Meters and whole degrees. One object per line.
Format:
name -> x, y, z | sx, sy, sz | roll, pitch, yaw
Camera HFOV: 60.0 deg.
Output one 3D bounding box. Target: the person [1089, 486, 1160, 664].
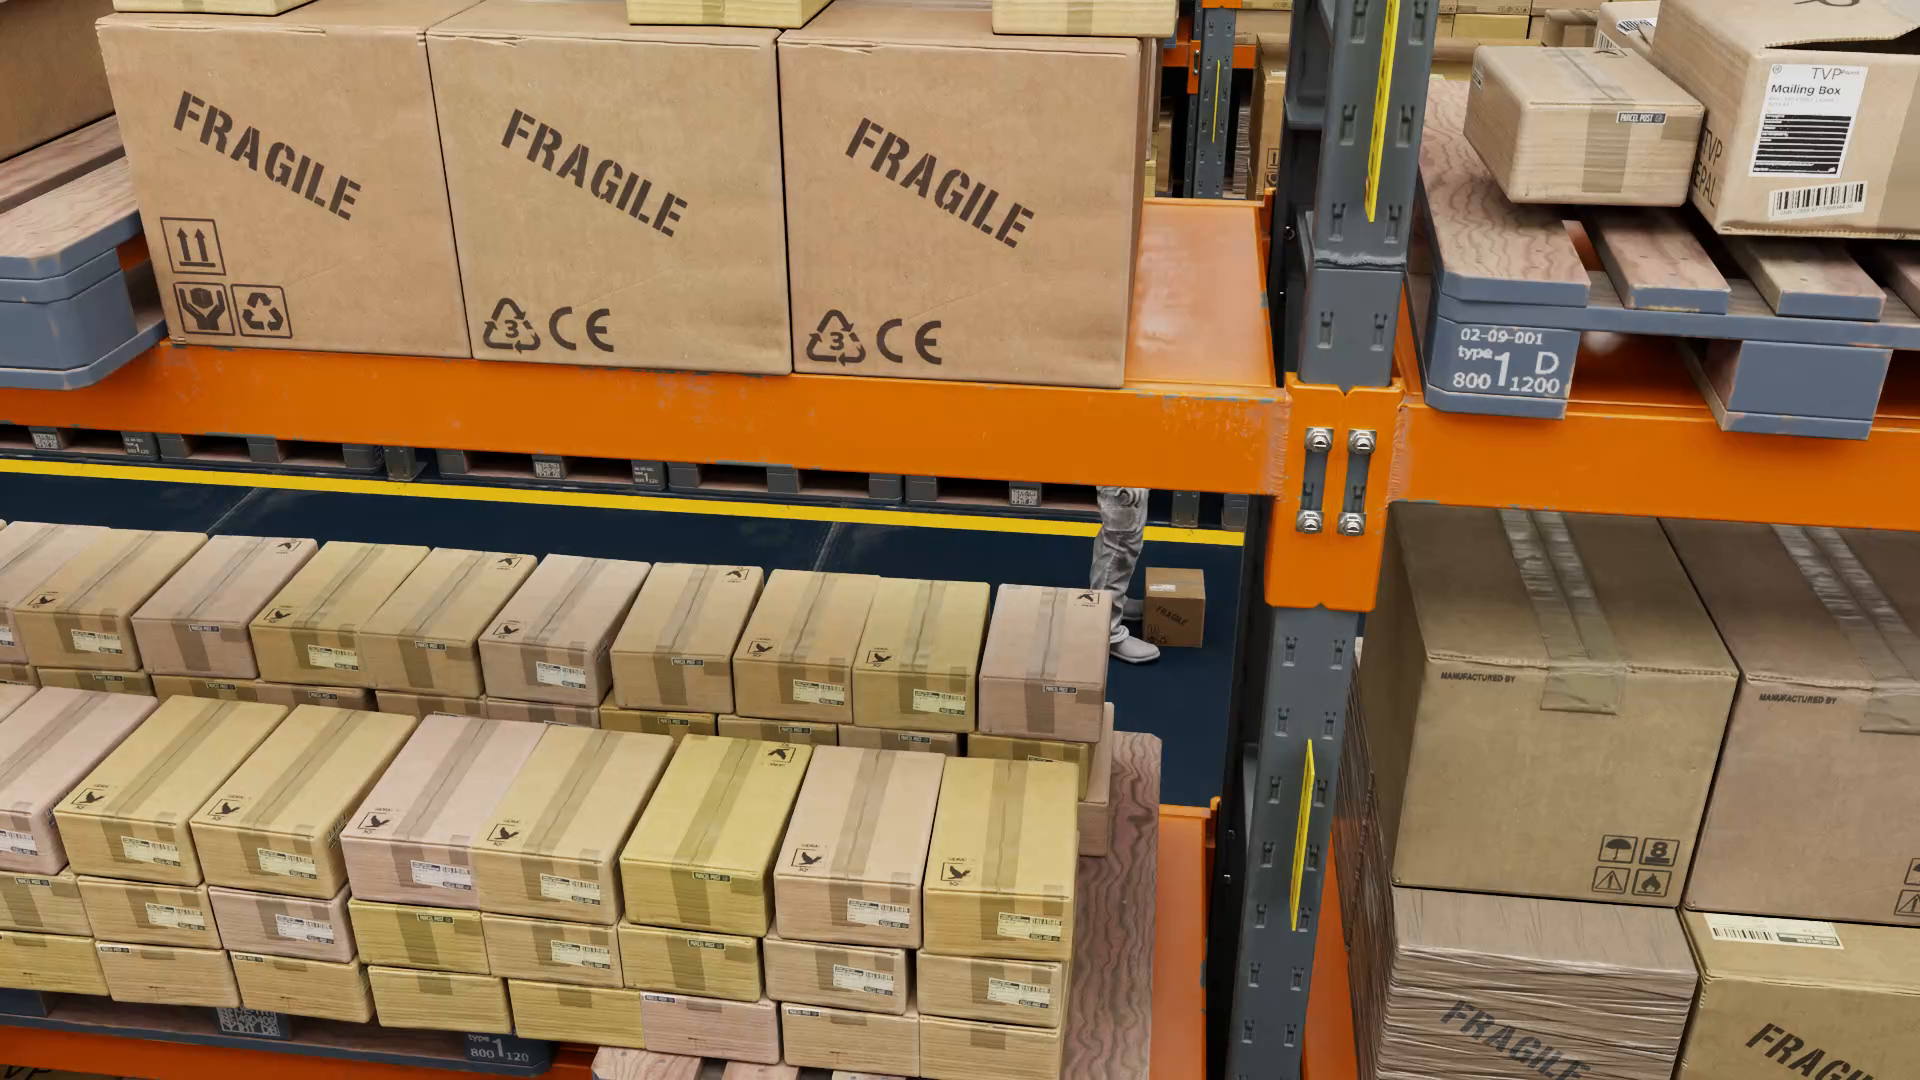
person -> 0.686, -0.384, 6.829 | 0.451, 1.773, 0.615 | 3, 28, 6
